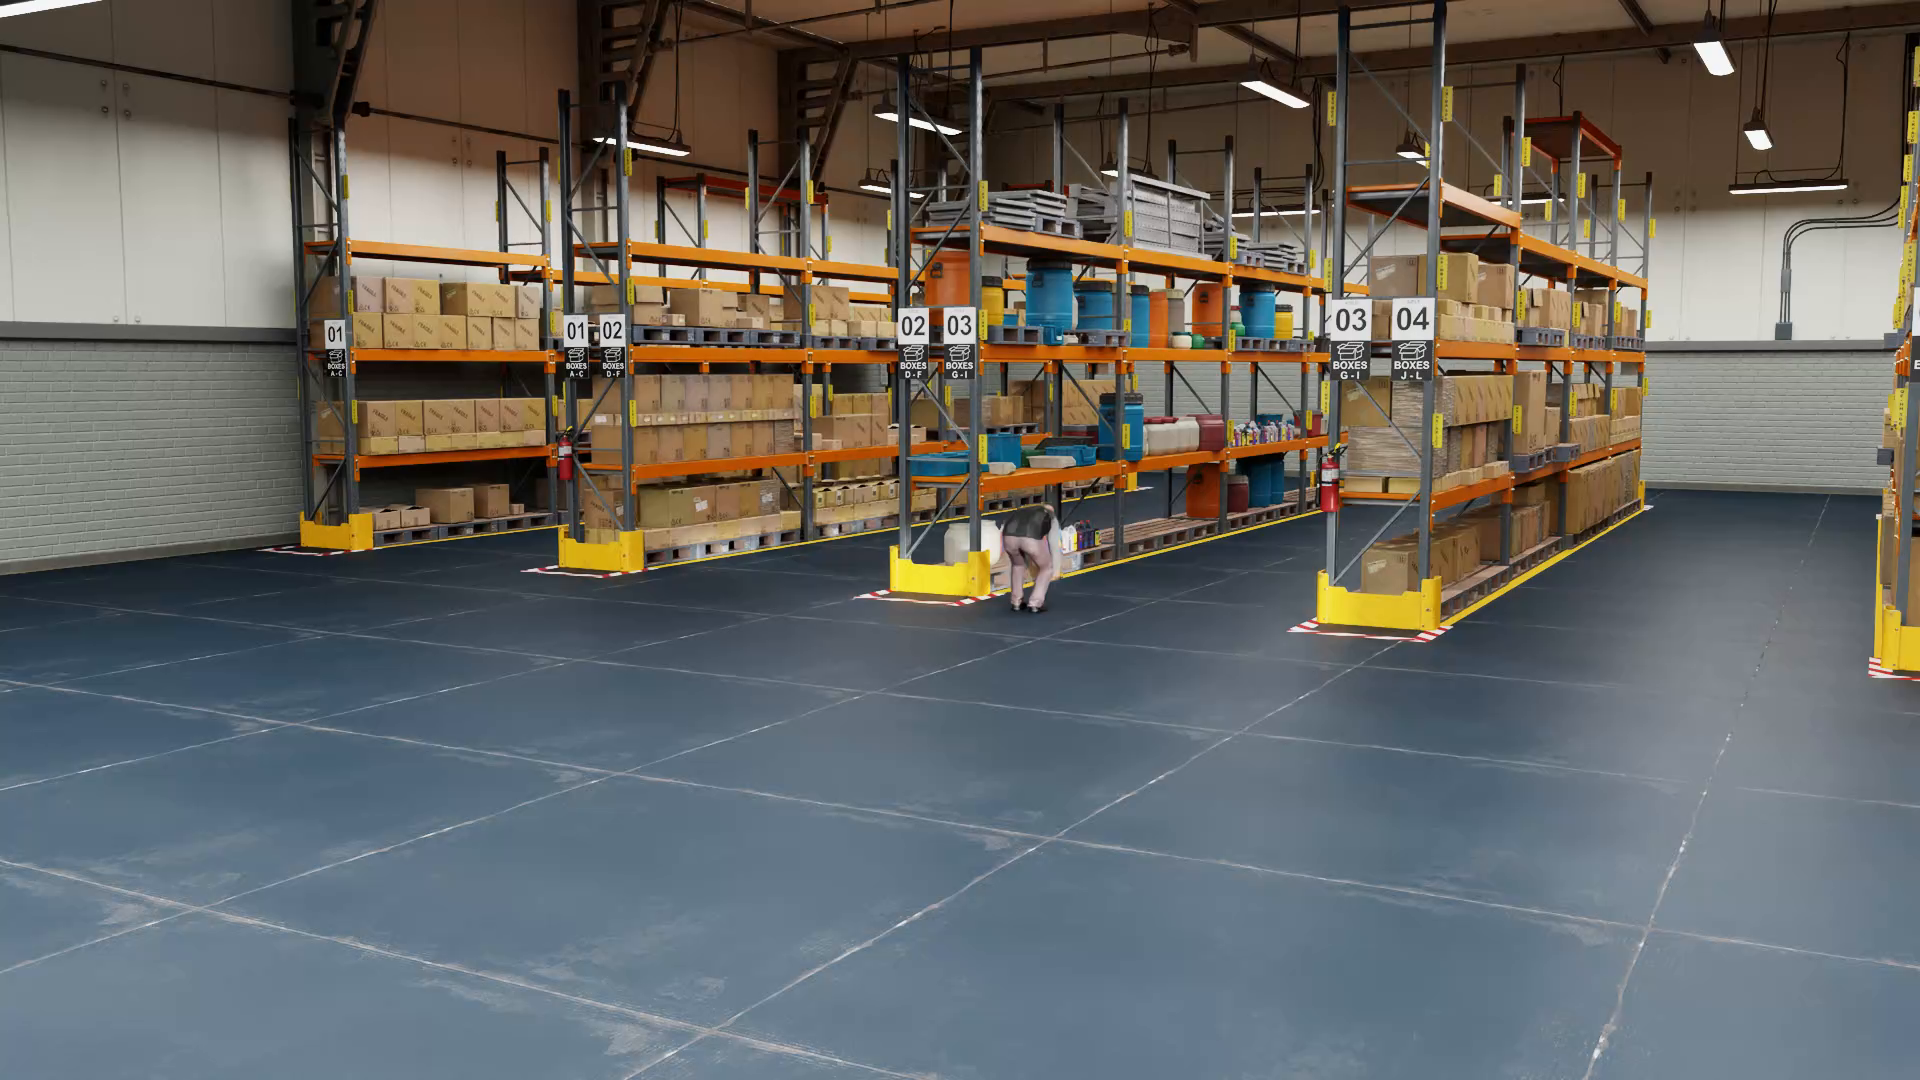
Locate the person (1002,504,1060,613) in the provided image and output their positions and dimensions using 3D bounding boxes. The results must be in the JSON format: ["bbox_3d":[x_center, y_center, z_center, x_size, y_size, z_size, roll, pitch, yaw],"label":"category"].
[{"bbox_3d":[0.782,0.182,17.543,0.493,1.094,0.947,3,7,26],"label":"person"}]
